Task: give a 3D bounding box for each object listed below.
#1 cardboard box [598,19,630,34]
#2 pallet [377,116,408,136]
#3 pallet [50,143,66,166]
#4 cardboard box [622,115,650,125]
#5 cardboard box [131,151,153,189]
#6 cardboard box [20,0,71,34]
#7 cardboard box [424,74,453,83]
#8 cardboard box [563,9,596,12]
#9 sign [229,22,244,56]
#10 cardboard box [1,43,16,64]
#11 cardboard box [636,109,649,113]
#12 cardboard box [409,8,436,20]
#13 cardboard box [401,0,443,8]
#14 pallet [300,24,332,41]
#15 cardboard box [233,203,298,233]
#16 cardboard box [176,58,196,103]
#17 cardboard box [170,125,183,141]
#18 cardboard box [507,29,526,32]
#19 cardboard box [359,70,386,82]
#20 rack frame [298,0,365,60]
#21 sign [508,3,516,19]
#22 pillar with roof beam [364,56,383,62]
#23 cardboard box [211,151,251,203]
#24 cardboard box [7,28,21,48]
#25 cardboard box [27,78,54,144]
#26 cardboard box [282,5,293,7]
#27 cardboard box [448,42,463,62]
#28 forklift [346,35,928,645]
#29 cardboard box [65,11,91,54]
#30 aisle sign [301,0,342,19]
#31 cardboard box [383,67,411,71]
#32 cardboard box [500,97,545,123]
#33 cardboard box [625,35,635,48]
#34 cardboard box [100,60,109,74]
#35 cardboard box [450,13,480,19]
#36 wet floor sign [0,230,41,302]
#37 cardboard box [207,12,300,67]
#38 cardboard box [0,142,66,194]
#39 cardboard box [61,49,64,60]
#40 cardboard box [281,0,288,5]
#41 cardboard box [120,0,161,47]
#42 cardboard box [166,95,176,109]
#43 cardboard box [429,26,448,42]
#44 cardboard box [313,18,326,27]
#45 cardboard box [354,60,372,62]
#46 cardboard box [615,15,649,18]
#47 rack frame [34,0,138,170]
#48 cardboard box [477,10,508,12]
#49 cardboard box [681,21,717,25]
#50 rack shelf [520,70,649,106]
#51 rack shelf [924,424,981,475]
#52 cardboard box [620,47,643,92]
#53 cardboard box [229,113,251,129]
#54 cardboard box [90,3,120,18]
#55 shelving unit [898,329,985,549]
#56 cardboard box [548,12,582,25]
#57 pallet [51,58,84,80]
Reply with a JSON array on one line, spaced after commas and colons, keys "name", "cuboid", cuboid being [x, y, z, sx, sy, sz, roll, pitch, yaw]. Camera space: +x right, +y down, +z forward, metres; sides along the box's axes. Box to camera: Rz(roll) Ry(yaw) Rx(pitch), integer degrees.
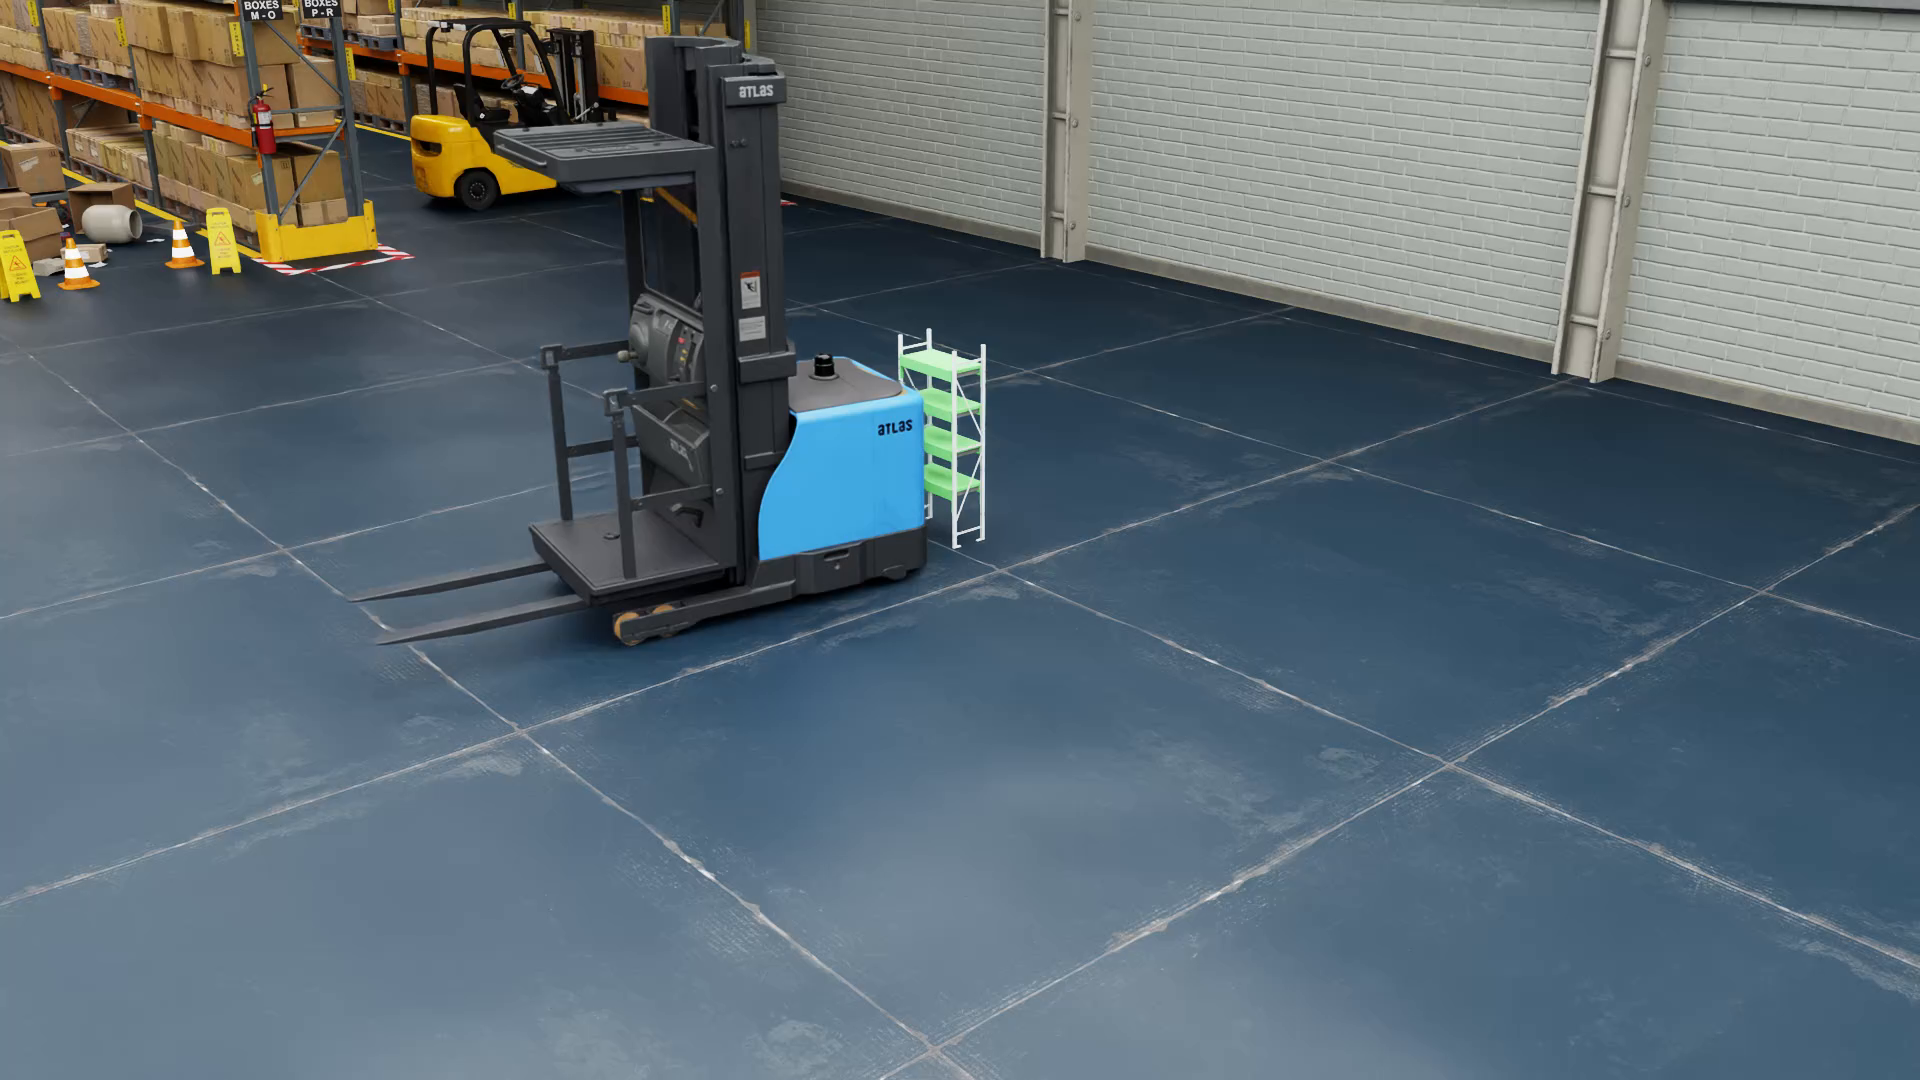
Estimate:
[{"name": "cardboard box", "cuboid": [-4.351, -6.500, 21.032, 0.380, 0.149, 0.250, -17, 27, -36]}, {"name": "pallet", "cuboid": [-8.729, -6.762, 26.960, 1.003, 0.211, 1.213, -17, 27, -37]}, {"name": "pallet", "cuboid": [-12.486, -5.600, 23.993, 1.003, 0.211, 1.213, -17, 27, -37]}, {"name": "cardboard box", "cuboid": [-3.923, -5.209, 20.993, 0.500, 0.250, 0.500, -17, 27, -36]}, {"name": "cardboard box", "cuboid": [-9.762, -4.674, 20.832, 0.950, 0.372, 0.625, -17, 27, -37]}, {"name": "cardboard box", "cuboid": [-12.564, -7.255, 22.887, 0.500, 0.500, 0.500, -18, 28, -39]}, {"name": "cardboard box", "cuboid": [-8.375, -7.397, 26.720, 0.380, 0.149, 0.250, -16, 26, -35]}, {"name": "cardboard box", "cuboid": [-5.222, -7.211, 22.848, 0.380, 0.149, 0.250, -17, 27, -37]}, {"name": "sign", "cuboid": [-7.240, -5.012, 16.647, 0.100, 0.325, 0.005, -17, 27, -37]}, {"name": "cardboard box", "cuboid": [-13.572, -7.085, 24.167, 0.500, 0.250, 0.500, -18, 28, -38]}, {"name": "cardboard box", "cuboid": [-3.866, -5.472, 21.665, 0.500, 0.250, 0.500, -18, 27, -38]}, {"name": "cardboard box", "cuboid": [-8.110, -7.962, 25.174, 0.380, 0.149, 0.250, -17, 27, -36]}, {"name": "cardboard box", "cuboid": [-8.488, -8.267, 26.265, 0.500, 0.500, 0.500, -16, 26, -35]}, {"name": "pallet", "cuboid": [-10.443, -8.614, 28.128, 1.003, 0.211, 1.213, -17, 27, -37]}, {"name": "cardboard box", "cuboid": [-7.554, -3.534, 18.087, 0.500, 0.250, 0.500, -18, 27, -38]}, {"name": "cardboard box", "cuboid": [-8.333, -5.145, 18.462, 0.500, 0.500, 0.500, -17, 27, -37]}, {"name": "cardboard box", "cuboid": [-8.864, -4.706, 19.164, 0.380, 0.149, 0.250, -16, 27, -35]}, {"name": "cardboard box", "cuboid": [-6.051, -7.130, 23.049, 0.380, 0.149, 0.250, -16, 27, -36]}, {"name": "cardboard box", "cuboid": [-9.629, -7.628, 27.309, 0.380, 0.149, 0.250, -19, 28, -40]}, {"name": "rack frame", "cuboid": [-10.882, -8.951, 28.723, 1.000, 3.000, 0.127, -17, 27, -37]}, {"name": "sign", "cuboid": [-6.064, -7.111, 22.547, 0.100, 0.325, 0.005, -17, 27, -37]}, {"name": "pillar with roof beam", "cuboid": [-13.915, -11.126, 26.051, 9.100, 9.000, 0.400, -17, 27, -37]}, {"name": "cardboard box", "cuboid": [-7.870, -4.020, 18.300, 0.500, 0.500, 0.500, -16, 27, -36]}, {"name": "cardboard box", "cuboid": [-13.224, -7.176, 23.714, 0.500, 0.250, 0.500, -18, 28, -39]}, {"name": "cardboard box", "cuboid": [-12.995, -6.327, 24.362, 0.875, 0.875, 0.875, -17, 27, -37]}, {"name": "cardboard box", "cuboid": [-12.053, -9.378, 29.611, 0.500, 0.250, 0.500, -18, 27, -38]}, {"name": "cardboard box", "cuboid": [-7.163, -7.170, 24.384, 0.500, 0.250, 0.500, -16, 27, -36]}, {"name": "forklift", "cuboid": [-1.714, -1.040, 8.620, 3.031, 2.935, 1.130, -12, 25, -29]}, {"name": "cardboard box", "cuboid": [-11.213, -6.576, 21.541, 0.500, 0.500, 0.500, -17, 27, -37]}, {"name": "aisle sign", "cuboid": [-6.531, -5.720, 16.909, 0.394, 0.787, 0.004, -17, 27, -37]}, {"name": "cardboard box", "cuboid": [-9.404, -7.827, 27.816, 0.380, 0.149, 0.250, -19, 28, -39]}, {"name": "cardboard box", "cuboid": [-6.009, -5.972, 23.798, 0.875, 0.625, 0.625, -16, 26, -35]}, {"name": "cardboard box", "cuboid": [-3.953, -6.234, 20.760, 0.380, 0.149, 0.250, -18, 27, -38]}, {"name": "cardboard box", "cuboid": [-10.486, -5.922, 20.759, 0.380, 0.149, 0.250, -17, 27, -37]}, {"name": "cardboard box", "cuboid": [-7.139, -7.531, 24.073, 0.380, 0.149, 0.250, -18, 28, -39]}, {"name": "wet floor sign", "cuboid": [-8.972, -2.613, 15.771, 0.232, 0.644, 0.267, 17, 27, 36]}, {"name": "cardboard box", "cuboid": [-7.305, -5.192, 17.212, 0.700, 0.500, 0.500, -18, 28, -39]}, {"name": "cardboard box", "cuboid": [-10.746, -4.314, 19.275, 0.500, 0.500, 0.500, -17, 27, -37]}, {"name": "cardboard box", "cuboid": [-11.798, -6.521, 22.289, 0.380, 0.149, 0.250, -20, 29, -41]}, {"name": "cardboard box", "cuboid": [-12.421, -9.870, 29.839, 0.500, 0.500, 0.500, -17, 27, -36]}, {"name": "cardboard box", "cuboid": [-9.295, -6.035, 19.363, 0.700, 0.500, 0.500, -18, 28, -38]}, {"name": "cardboard box", "cuboid": [-8.919, -5.077, 19.178, 0.380, 0.149, 0.250, -16, 27, -36]}, {"name": "cardboard box", "cuboid": [-7.512, -7.540, 24.642, 0.500, 0.250, 0.500, -18, 28, -39]}, {"name": "cardboard box", "cuboid": [-10.397, -8.863, 27.786, 0.700, 0.500, 0.500, -17, 27, -37]}, {"name": "cardboard box", "cuboid": [-10.423, -8.251, 28.900, 0.380, 0.149, 0.250, -19, 28, -39]}, {"name": "cardboard box", "cuboid": [-4.269, -6.772, 21.727, 0.380, 0.149, 0.250, -16, 27, -36]}, {"name": "rack frame", "cuboid": [-12.029, -6.663, 22.882, 1.000, 3.000, 0.127, -17, 27, -37]}, {"name": "cardboard box", "cuboid": [-6.976, -7.830, 24.834, 0.380, 0.149, 0.250, -18, 28, -38]}, {"name": "cardboard box", "cuboid": [-3.232, -6.354, 20.660, 0.380, 0.149, 0.250, -16, 27, -36]}, {"name": "rack shelf", "cuboid": [-4.354, -5.853, 21.800, 1.077, 0.370, 4.000, -17, 27, -37]}, {"name": "rack shelf", "cuboid": [-0.108, -0.545, 9.905, 0.258, 0.148, 0.480, -17, 27, -37]}, {"name": "cardboard box", "cuboid": [-3.900, -5.901, 20.799, 0.500, 0.500, 0.500, -16, 27, -36]}, {"name": "cardboard box", "cuboid": [-7.462, -4.431, 17.530, 0.380, 0.149, 0.250, -18, 28, -38]}, {"name": "cardboard box", "cuboid": [-10.546, -6.571, 20.639, 0.380, 0.149, 0.250, -19, 28, -40]}, {"name": "shelving unit", "cuboid": [-0.108, -0.604, 9.882, 0.258, 1.200, 0.503, -17, 27, -37]}, {"name": "cardboard box", "cuboid": [-5.264, -6.950, 22.180, 0.380, 0.149, 0.250, -18, 28, -38]}, {"name": "pallet", "cuboid": [-11.483, -6.402, 22.479, 1.213, 0.211, 1.003, -17, 27, -37]}]
